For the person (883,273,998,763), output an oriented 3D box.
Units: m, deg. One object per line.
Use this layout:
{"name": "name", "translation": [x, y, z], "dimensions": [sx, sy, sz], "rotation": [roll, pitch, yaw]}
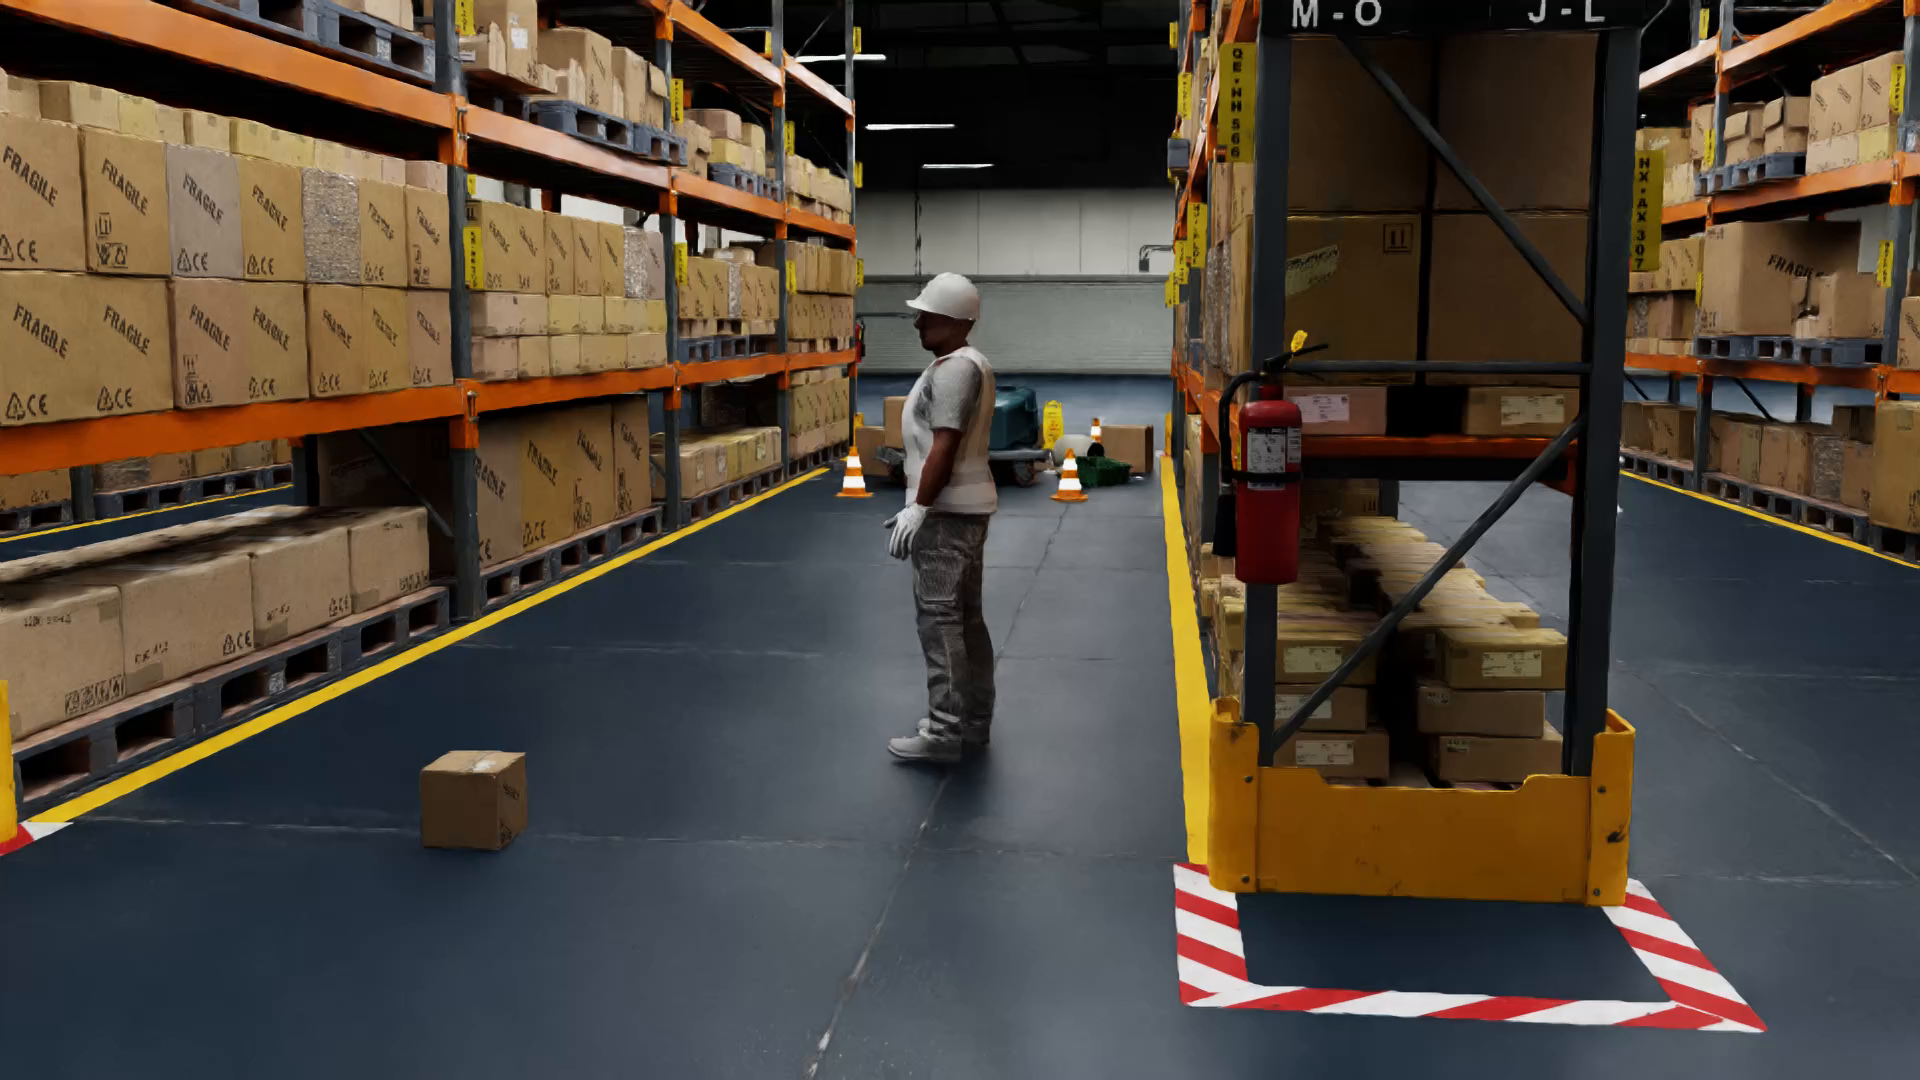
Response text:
{"name": "person", "translation": [-0.059, -0.087, 6.184], "dimensions": [0.401, 1.790, 0.596], "rotation": [1, 8, 9]}
